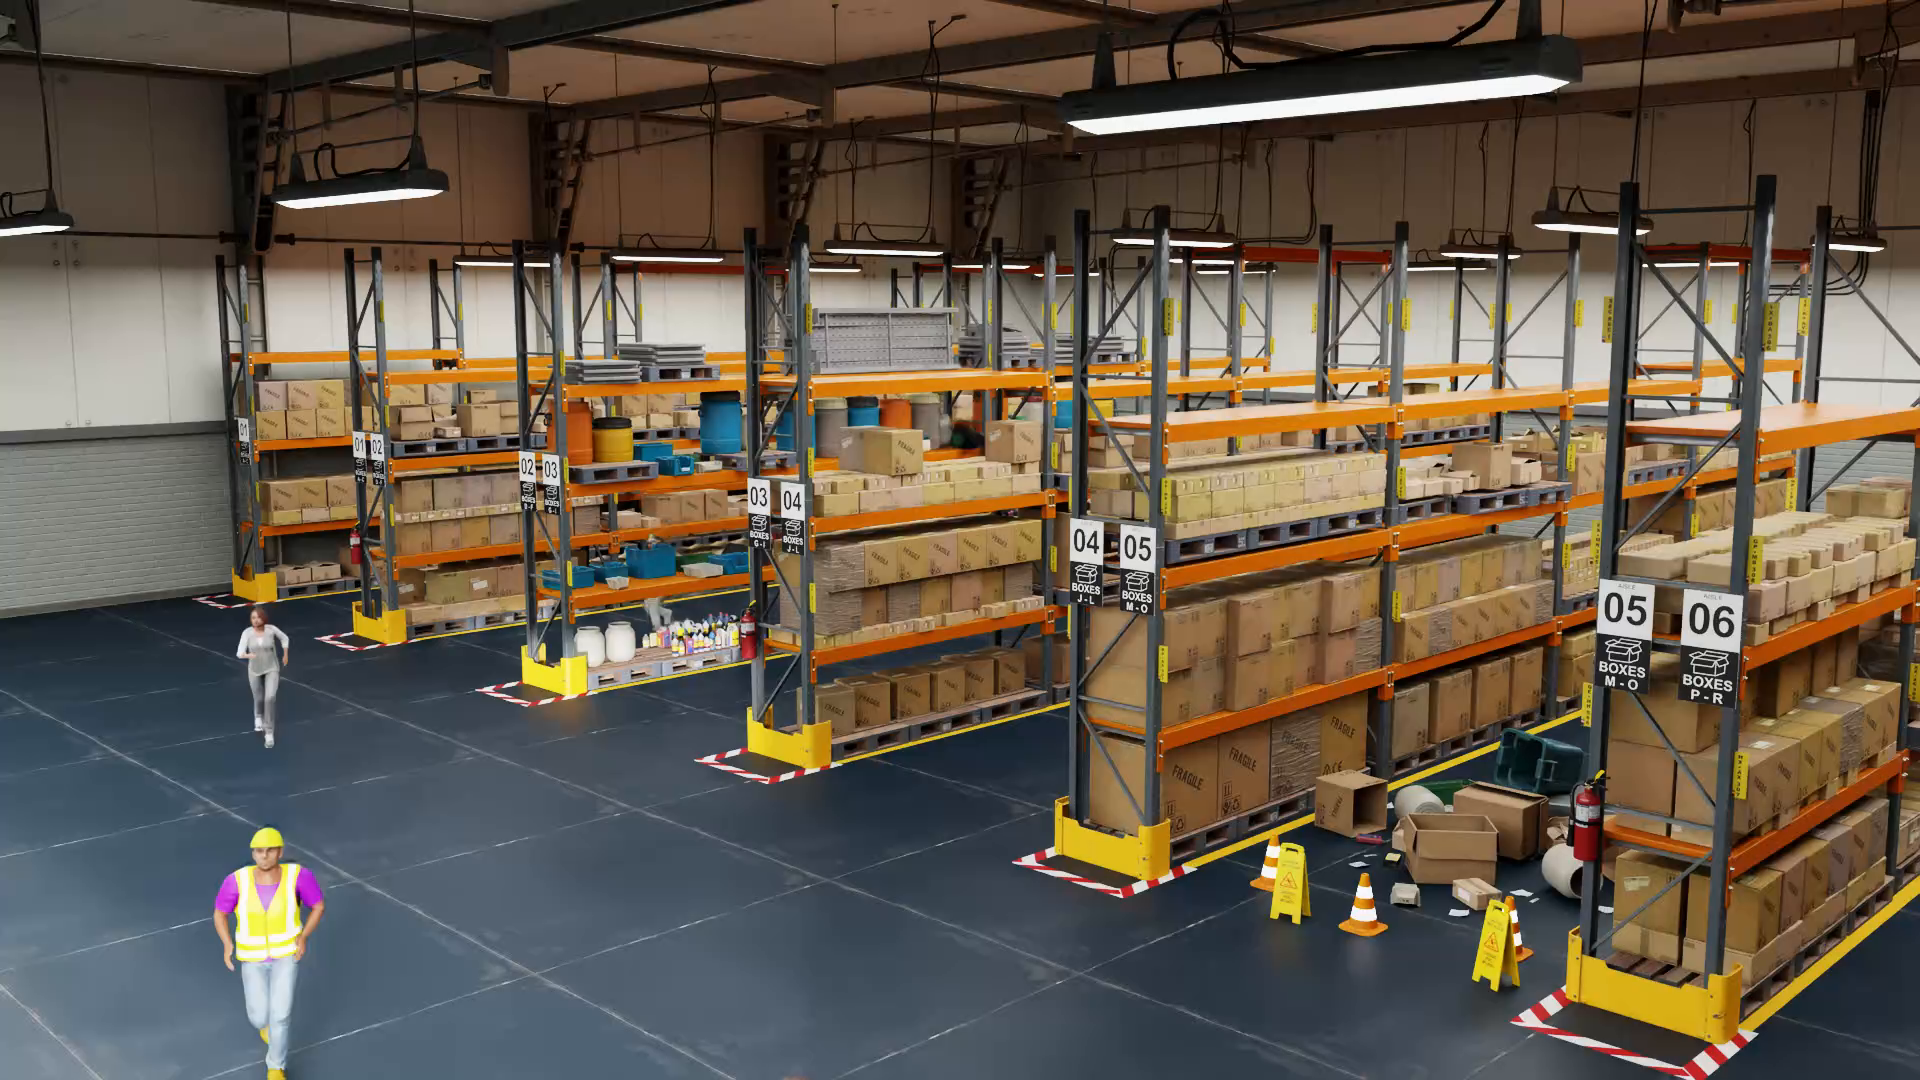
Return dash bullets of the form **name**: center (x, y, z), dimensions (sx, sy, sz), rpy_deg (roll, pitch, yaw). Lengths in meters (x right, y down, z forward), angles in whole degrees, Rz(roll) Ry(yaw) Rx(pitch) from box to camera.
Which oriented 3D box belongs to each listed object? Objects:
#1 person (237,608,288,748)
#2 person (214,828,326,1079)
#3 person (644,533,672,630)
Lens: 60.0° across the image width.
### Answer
- **person**: center (-8.258, 1.589, 19.745), dimensions (0.548, 1.628, 0.851), rpy_deg (-2, 8, -16)
- **person**: center (-4.626, 2.758, 11.174), dimensions (0.697, 1.724, 0.677), rpy_deg (-3, 9, -18)
- **person**: center (-4.629, 0.701, 25.668), dimensions (0.603, 1.649, 0.599), rpy_deg (6, 10, 36)
